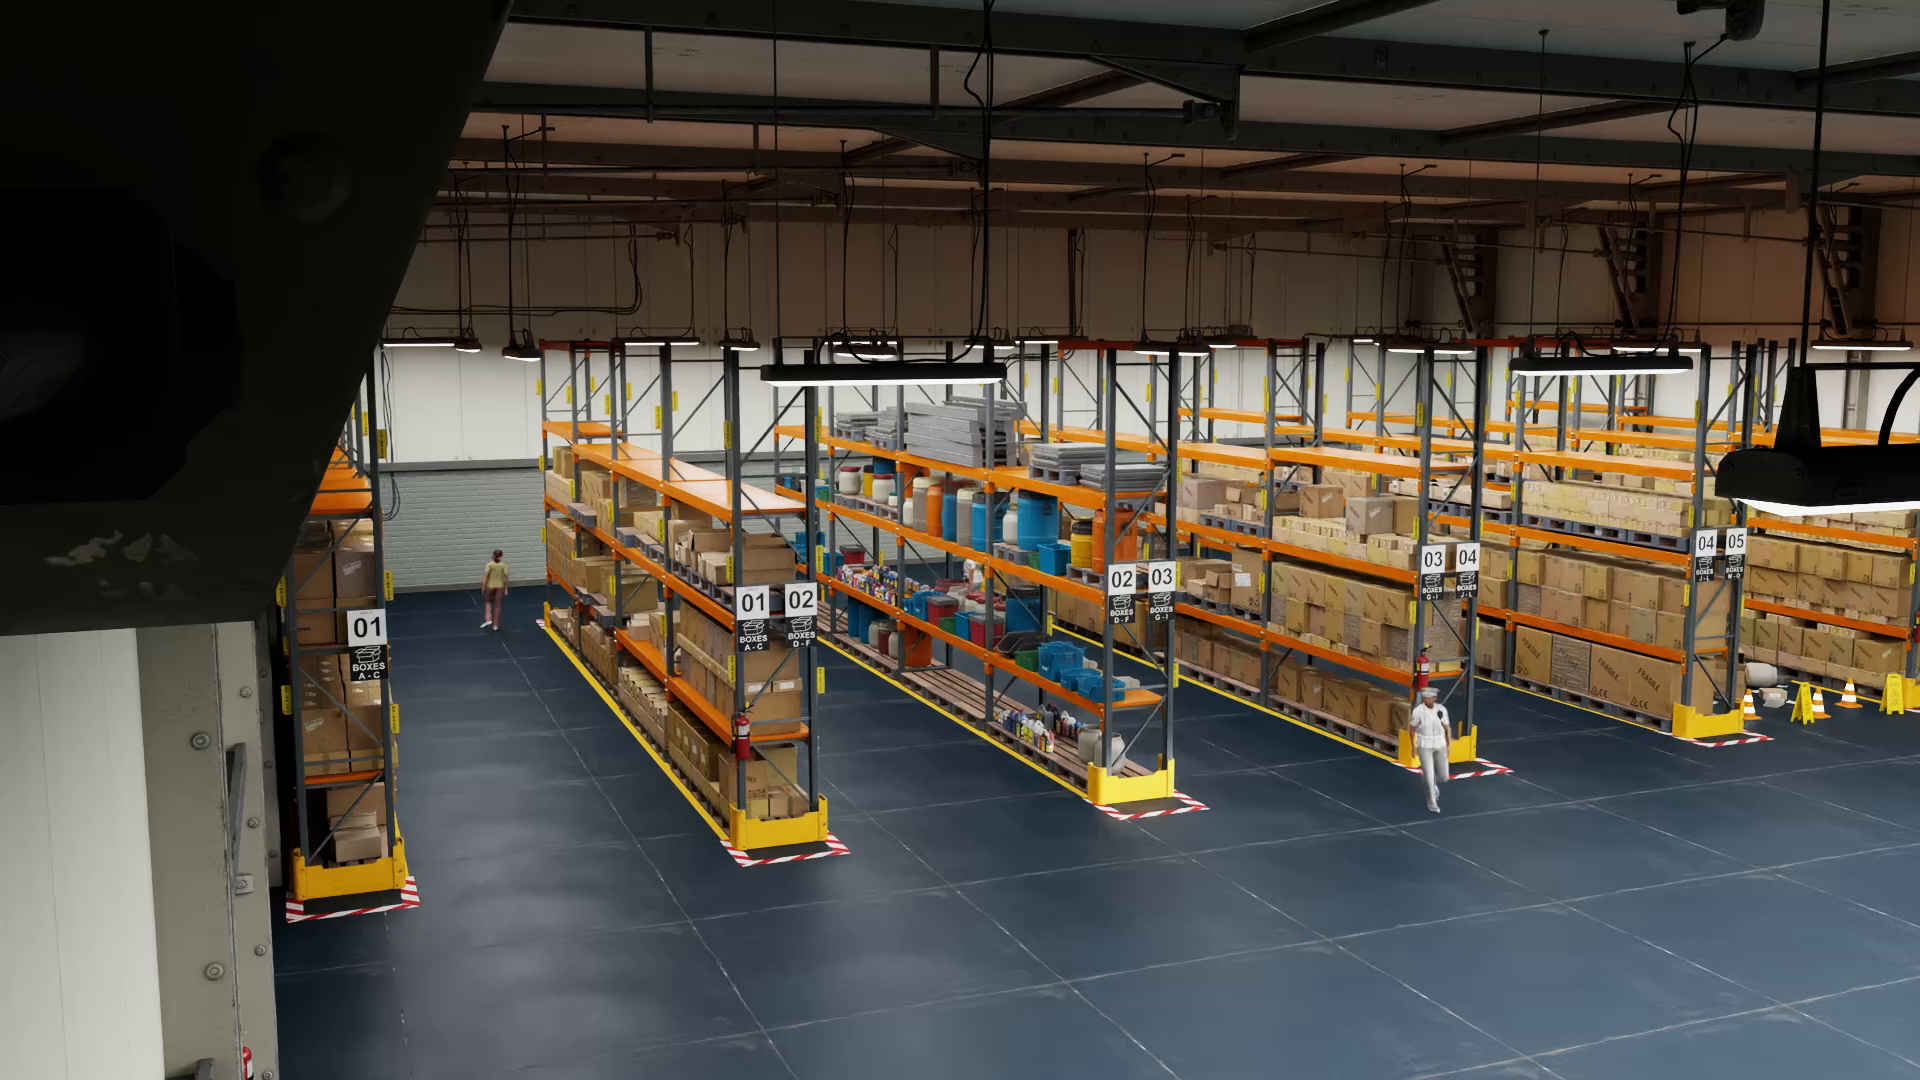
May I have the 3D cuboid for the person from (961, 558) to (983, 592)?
[{"bbox_3d":[0.282,0.896,35.089,0.448,1.764,0.579,3,8,25],"label":"person"}]

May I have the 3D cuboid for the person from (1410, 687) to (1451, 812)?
[{"bbox_3d":[6.154,2.700,21.795,0.504,1.649,0.562,0,7,0],"label":"person"}]

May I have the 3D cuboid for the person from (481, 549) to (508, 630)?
[{"bbox_3d":[-9.650,1.019,34.449,0.590,1.661,0.439,-2,8,-16],"label":"person"}]
